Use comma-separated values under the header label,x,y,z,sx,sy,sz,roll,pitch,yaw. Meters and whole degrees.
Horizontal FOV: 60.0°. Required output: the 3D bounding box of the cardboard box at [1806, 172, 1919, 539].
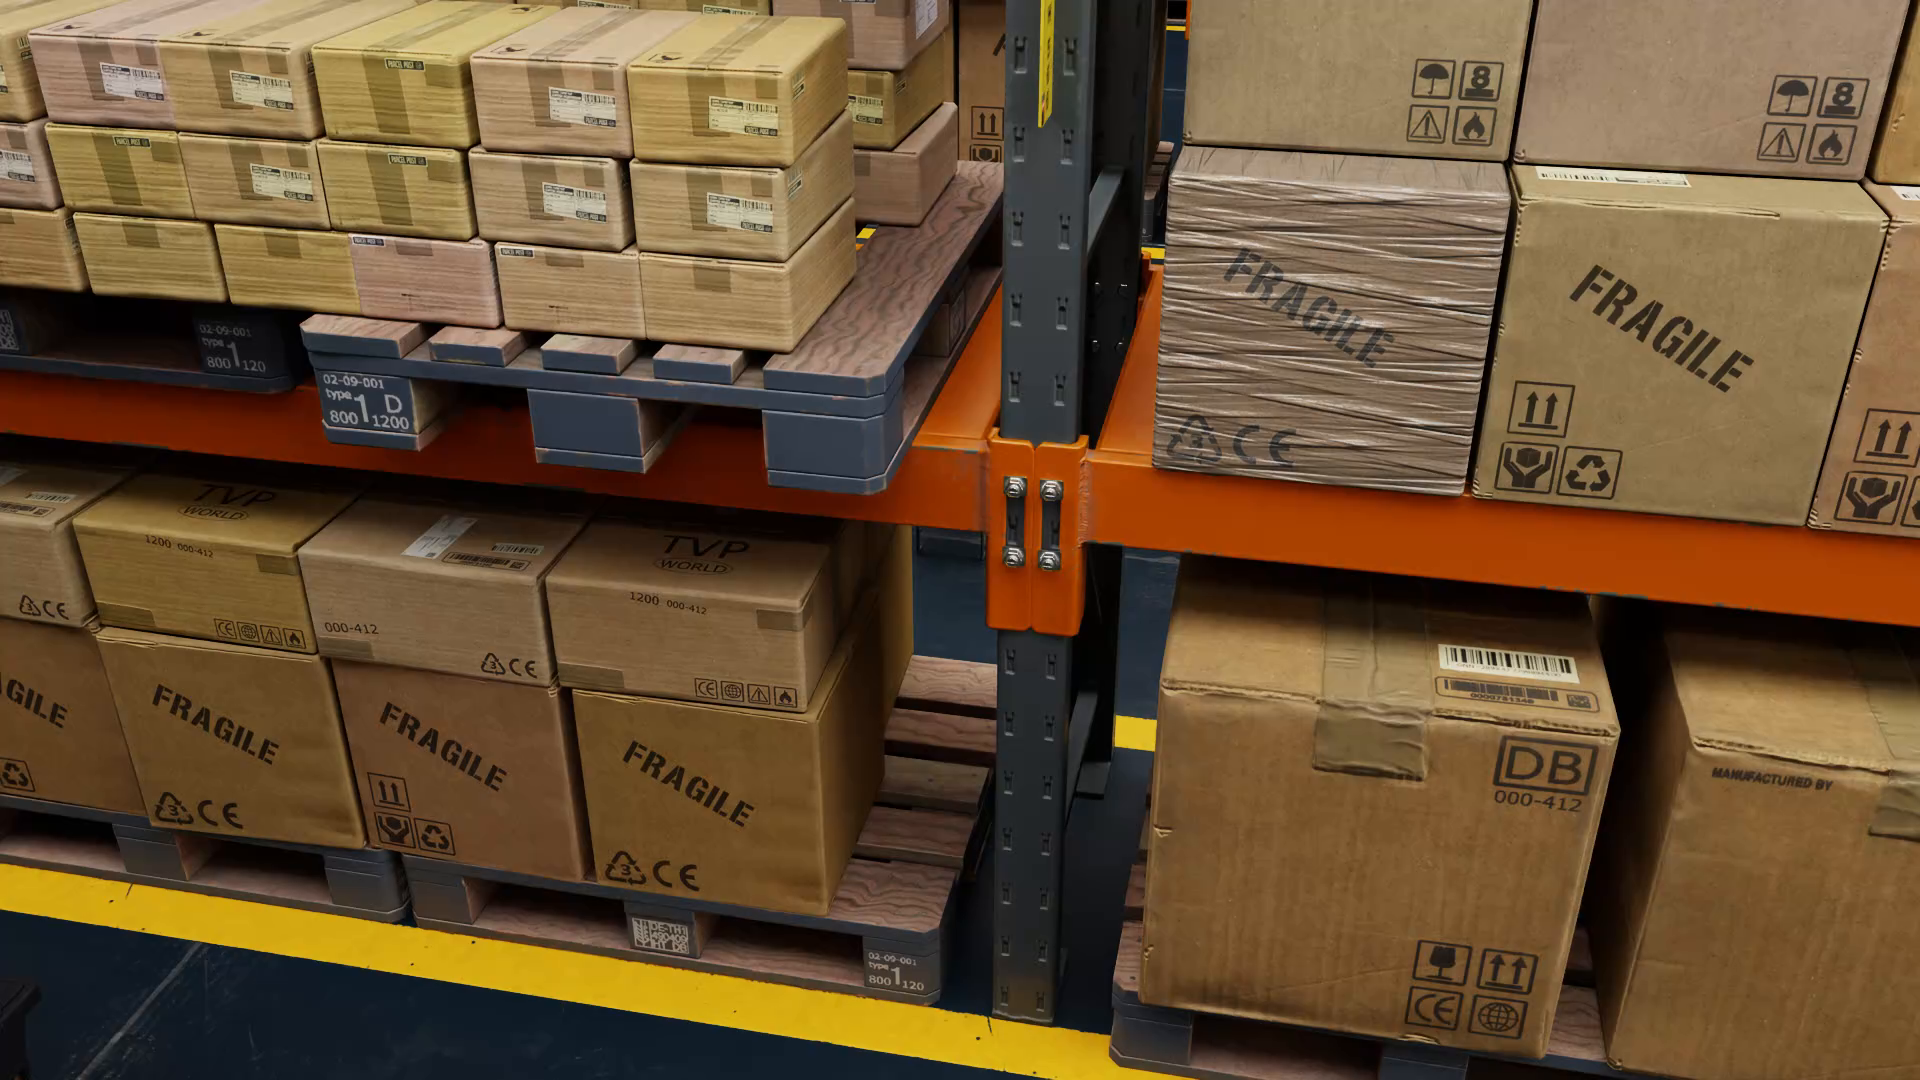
label,x,y,z,sx,sy,sz,roll,pitch,yaw
cardboard box,1.606,-0.326,2.617,0.500,0.500,0.500,6,29,11

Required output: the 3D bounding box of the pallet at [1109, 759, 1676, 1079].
label,x,y,z,sx,sy,sz,roll,pitch,yaw
pallet,0.987,0.784,3.599,1.213,0.211,1.003,6,29,11

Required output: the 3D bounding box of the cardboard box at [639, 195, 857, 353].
label,x,y,z,sx,sy,sz,roll,pitch,yaw
cardboard box,-0.347,-0.462,2.794,0.250,0.149,0.380,6,29,11

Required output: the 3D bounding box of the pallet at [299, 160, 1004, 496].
label,x,y,z,sx,sy,sz,roll,pitch,yaw
pallet,-0.487,-0.491,3.223,1.003,0.211,1.213,6,29,11

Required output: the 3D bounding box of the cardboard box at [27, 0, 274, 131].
label,x,y,z,sx,sy,sz,roll,pitch,yaw
cardboard box,-1.341,-0.827,2.842,0.250,0.149,0.380,6,29,11

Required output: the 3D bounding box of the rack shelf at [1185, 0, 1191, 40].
label,x,y,z,sx,sy,sz,roll,pitch,yaw
rack shelf,-0.789,-2.774,7.942,4.000,0.370,1.077,6,29,11

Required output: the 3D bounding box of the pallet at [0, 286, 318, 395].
label,x,y,z,sx,sy,sz,roll,pitch,yaw
pallet,-1.713,-0.649,3.512,1.213,0.211,1.003,6,29,11

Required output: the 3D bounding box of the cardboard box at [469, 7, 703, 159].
label,x,y,z,sx,sy,sz,roll,pitch,yaw
cardboard box,-0.588,-0.749,2.699,0.250,0.149,0.380,6,29,10

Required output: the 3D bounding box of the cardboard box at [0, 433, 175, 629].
label,x,y,z,sx,sy,sz,roll,pitch,yaw
cardboard box,-1.993,-0.068,3.636,0.500,0.250,0.500,7,29,12

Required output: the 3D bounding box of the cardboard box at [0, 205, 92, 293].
label,x,y,z,sx,sy,sz,roll,pitch,yaw
cardboard box,-1.600,-0.593,3.033,0.250,0.149,0.380,7,29,12

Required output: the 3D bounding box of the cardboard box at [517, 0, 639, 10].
label,x,y,z,sx,sy,sz,roll,pitch,yaw
cardboard box,-0.682,-1.079,3.301,0.250,0.149,0.380,6,29,10

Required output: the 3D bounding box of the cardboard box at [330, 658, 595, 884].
label,x,y,z,sx,sy,sz,roll,pitch,yaw
cardboard box,-0.973,0.361,3.632,0.500,0.500,0.500,7,29,13

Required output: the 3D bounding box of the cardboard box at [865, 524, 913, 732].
label,x,y,z,sx,sy,sz,roll,pitch,yaw
cardboard box,-0.407,0.168,3.986,0.500,0.500,0.500,5,29,8

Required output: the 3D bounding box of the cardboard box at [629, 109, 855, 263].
label,x,y,z,sx,sy,sz,roll,pitch,yaw
cardboard box,-0.346,-0.594,2.726,0.250,0.149,0.380,6,29,12

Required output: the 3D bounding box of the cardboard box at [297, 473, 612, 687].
label,x,y,z,sx,sy,sz,roll,pitch,yaw
cardboard box,-0.988,0.038,3.441,0.500,0.250,0.500,6,29,11

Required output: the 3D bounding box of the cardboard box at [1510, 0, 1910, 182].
label,x,y,z,sx,sy,sz,roll,pitch,yaw
cardboard box,1.164,-0.937,2.692,0.500,0.500,0.700,5,29,10

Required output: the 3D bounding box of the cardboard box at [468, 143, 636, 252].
label,x,y,z,sx,sy,sz,roll,pitch,yaw
cardboard box,-0.608,-0.620,2.774,0.250,0.149,0.380,7,29,12

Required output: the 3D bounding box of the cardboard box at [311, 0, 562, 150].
label,x,y,z,sx,sy,sz,roll,pitch,yaw
cardboard box,-0.844,-0.775,2.747,0.250,0.149,0.380,7,29,12

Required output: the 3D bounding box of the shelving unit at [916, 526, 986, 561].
label,x,y,z,sx,sy,sz,roll,pitch,yaw
shelving unit,-0.008,-0.396,5.035,0.210,0.900,0.258,6,29,11

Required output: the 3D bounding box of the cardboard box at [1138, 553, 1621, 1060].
label,x,y,z,sx,sy,sz,roll,pitch,yaw
cardboard box,0.809,0.352,3.389,0.750,0.750,1.050,5,29,10

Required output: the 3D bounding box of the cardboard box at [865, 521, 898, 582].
label,x,y,z,sx,sy,sz,roll,pitch,yaw
cardboard box,-0.392,-0.154,3.792,0.500,0.250,0.500,5,29,8

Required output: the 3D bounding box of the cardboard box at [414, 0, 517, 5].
label,x,y,z,sx,sy,sz,roll,pitch,yaw
cardboard box,-0.941,-1.105,3.350,0.250,0.149,0.380,5,29,8

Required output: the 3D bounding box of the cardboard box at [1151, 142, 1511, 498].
label,x,y,z,sx,sy,sz,roll,pitch,yaw
cardboard box,0.615,-0.426,2.800,0.500,0.500,0.500,6,29,11

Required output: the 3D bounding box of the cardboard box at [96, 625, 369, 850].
label,x,y,z,sx,sy,sz,roll,pitch,yaw
cardboard box,-1.494,0.316,3.715,0.500,0.500,0.500,5,29,8

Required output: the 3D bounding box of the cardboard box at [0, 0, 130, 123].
label,x,y,z,sx,sy,sz,roll,pitch,yaw
cardboard box,-1.607,-0.853,2.890,0.250,0.149,0.380,7,30,13

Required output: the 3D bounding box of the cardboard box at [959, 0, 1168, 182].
label,x,y,z,sx,sy,sz,roll,pitch,yaw
cardboard box,0.509,-2.249,8.010,0.875,0.875,0.875,6,29,10

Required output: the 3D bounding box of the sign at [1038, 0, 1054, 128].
label,x,y,z,sx,sy,sz,roll,pitch,yaw
sign,0.128,-0.771,2.412,0.005,0.325,0.100,6,29,11

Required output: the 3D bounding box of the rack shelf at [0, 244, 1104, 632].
label,x,y,z,sx,sy,sz,roll,pitch,yaw
rack shelf,-1.724,-0.439,3.677,4.000,0.370,1.077,6,29,11

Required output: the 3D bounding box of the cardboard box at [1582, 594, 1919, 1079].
label,x,y,z,sx,sy,sz,roll,pitch,yaw
cardboard box,1.664,0.438,3.232,0.750,0.750,1.050,6,29,11

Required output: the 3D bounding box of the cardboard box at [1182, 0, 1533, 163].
label,x,y,z,sx,sy,sz,roll,pitch,yaw
cardboard box,0.669,-0.987,2.783,0.500,0.500,0.700,6,29,10

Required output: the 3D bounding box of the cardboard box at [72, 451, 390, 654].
label,x,y,z,sx,sy,sz,roll,pitch,yaw
cardboard box,-1.482,-0.020,3.548,0.500,0.250,0.500,7,29,12

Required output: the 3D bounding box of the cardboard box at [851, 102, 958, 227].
label,x,y,z,sx,sy,sz,roll,pitch,yaw
cardboard box,-0.164,-0.768,3.353,0.250,0.149,0.380,5,29,10

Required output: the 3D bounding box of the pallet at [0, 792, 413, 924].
label,x,y,z,sx,sy,sz,roll,pitch,yaw
pallet,-1.721,0.467,4.178,1.213,0.211,1.003,6,29,11

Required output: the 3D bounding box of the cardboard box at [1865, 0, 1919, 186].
label,x,y,z,sx,sy,sz,roll,pitch,yaw
cardboard box,1.666,-0.886,2.600,0.500,0.500,0.700,5,29,10

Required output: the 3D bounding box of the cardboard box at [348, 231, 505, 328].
label,x,y,z,sx,sy,sz,roll,pitch,yaw
cardboard box,-0.841,-0.513,2.888,0.250,0.149,0.380,6,29,11

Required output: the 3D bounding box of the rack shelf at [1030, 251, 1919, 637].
label,x,y,z,sx,sy,sz,roll,pitch,yaw
rack shelf,2.188,-0.038,2.945,4.000,0.370,1.077,6,29,11

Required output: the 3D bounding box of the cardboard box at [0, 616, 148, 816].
label,x,y,z,sx,sy,sz,roll,pitch,yaw
cardboard box,-1.980,0.254,3.828,0.500,0.500,0.500,6,29,11

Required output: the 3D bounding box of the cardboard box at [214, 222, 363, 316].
label,x,y,z,sx,sy,sz,roll,pitch,yaw
cardboard box,-1.084,-0.540,2.936,0.250,0.149,0.380,5,29,10

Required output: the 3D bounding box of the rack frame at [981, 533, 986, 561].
label,x,y,z,sx,sy,sz,roll,pitch,yaw
rack frame,0.091,-0.385,5.017,0.006,0.900,0.240,6,29,11

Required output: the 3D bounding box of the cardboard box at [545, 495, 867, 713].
label,x,y,z,sx,sy,sz,roll,pitch,yaw
cardboard box,-0.492,0.084,3.358,0.500,0.250,0.500,5,29,9

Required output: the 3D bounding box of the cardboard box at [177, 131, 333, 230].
label,x,y,z,sx,sy,sz,roll,pitch,yaw
cardboard box,-1.110,-0.671,2.866,0.250,0.149,0.380,6,29,11

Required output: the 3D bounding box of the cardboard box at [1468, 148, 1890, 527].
label,x,y,z,sx,sy,sz,roll,pitch,yaw
cardboard box,1.112,-0.376,2.710,0.500,0.500,0.500,6,29,10

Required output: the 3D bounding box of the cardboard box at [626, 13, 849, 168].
label,x,y,z,sx,sy,sz,roll,pitch,yaw
cardboard box,-0.343,-0.723,2.651,0.250,0.149,0.380,5,29,9

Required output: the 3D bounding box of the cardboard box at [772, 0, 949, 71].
label,x,y,z,sx,sy,sz,roll,pitch,yaw
cardboard box,-0.184,-1.027,3.207,0.250,0.149,0.380,6,29,11

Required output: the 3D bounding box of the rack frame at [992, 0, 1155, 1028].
label,x,y,z,sx,sy,sz,roll,pitch,yaw
rack frame,0.232,-0.554,3.138,0.127,3.000,1.000,6,29,11

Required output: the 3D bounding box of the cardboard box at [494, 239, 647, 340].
label,x,y,z,sx,sy,sz,roll,pitch,yaw
cardboard box,-0.589,-0.487,2.841,0.250,0.149,0.380,6,29,10

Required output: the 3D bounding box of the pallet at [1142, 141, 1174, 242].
label,x,y,z,sx,sy,sz,roll,pitch,yaw
pallet,0.412,-1.780,8.282,1.213,0.211,1.003,6,29,11

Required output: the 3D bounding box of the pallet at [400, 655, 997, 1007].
label,x,y,z,sx,sy,sz,roll,pitch,yaw
pallet,-0.532,0.590,3.952,1.213,0.211,1.003,6,29,11

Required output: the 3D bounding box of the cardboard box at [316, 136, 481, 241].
label,x,y,z,sx,sy,sz,roll,pitch,yaw
cardboard box,-0.866,-0.645,2.820,0.250,0.149,0.380,7,29,12

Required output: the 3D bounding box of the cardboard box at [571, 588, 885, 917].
label,x,y,z,sx,sy,sz,roll,pitch,yaw
cardboard box,-0.466,0.415,3.534,0.500,0.500,0.500,6,29,10

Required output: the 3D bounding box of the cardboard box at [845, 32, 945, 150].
label,x,y,z,sx,sy,sz,roll,pitch,yaw
cardboard box,-0.199,-0.901,3.287,0.250,0.149,0.380,7,30,13

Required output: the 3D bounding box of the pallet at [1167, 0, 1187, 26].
label,x,y,z,sx,sy,sz,roll,pitch,yaw
pallet,1.477,-4.090,12.500,1.213,0.211,1.003,6,29,11

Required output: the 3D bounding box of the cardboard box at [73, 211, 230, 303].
label,x,y,z,sx,sy,sz,roll,pitch,yaw
cardboard box,-1.347,-0.566,2.984,0.250,0.149,0.380,5,29,8

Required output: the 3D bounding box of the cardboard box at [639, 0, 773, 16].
label,x,y,z,sx,sy,sz,roll,pitch,yaw
cardboard box,-0.443,-1.052,3.253,0.250,0.149,0.380,5,29,9

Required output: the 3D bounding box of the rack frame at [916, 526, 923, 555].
label,x,y,z,sx,sy,sz,roll,pitch,yaw
rack frame,-0.107,-0.406,5.054,0.006,0.900,0.240,6,29,11

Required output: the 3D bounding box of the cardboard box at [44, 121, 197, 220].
label,x,y,z,sx,sy,sz,roll,pitch,yaw
cardboard box,-1.353,-0.697,2.913,0.250,0.149,0.380,6,29,10

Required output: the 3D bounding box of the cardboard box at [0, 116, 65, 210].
label,x,y,z,sx,sy,sz,roll,pitch,yaw
cardboard box,-1.608,-0.722,2.961,0.250,0.149,0.380,7,29,12

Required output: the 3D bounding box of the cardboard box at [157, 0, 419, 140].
label,x,y,z,sx,sy,sz,roll,pitch,yaw
cardboard box,-1.106,-0.800,2.793,0.250,0.149,0.380,7,29,12

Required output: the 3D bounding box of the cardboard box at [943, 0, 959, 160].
label,x,y,z,sx,sy,sz,roll,pitch,yaw
cardboard box,-0.363,-2.341,8.177,0.875,0.875,0.875,6,29,11
